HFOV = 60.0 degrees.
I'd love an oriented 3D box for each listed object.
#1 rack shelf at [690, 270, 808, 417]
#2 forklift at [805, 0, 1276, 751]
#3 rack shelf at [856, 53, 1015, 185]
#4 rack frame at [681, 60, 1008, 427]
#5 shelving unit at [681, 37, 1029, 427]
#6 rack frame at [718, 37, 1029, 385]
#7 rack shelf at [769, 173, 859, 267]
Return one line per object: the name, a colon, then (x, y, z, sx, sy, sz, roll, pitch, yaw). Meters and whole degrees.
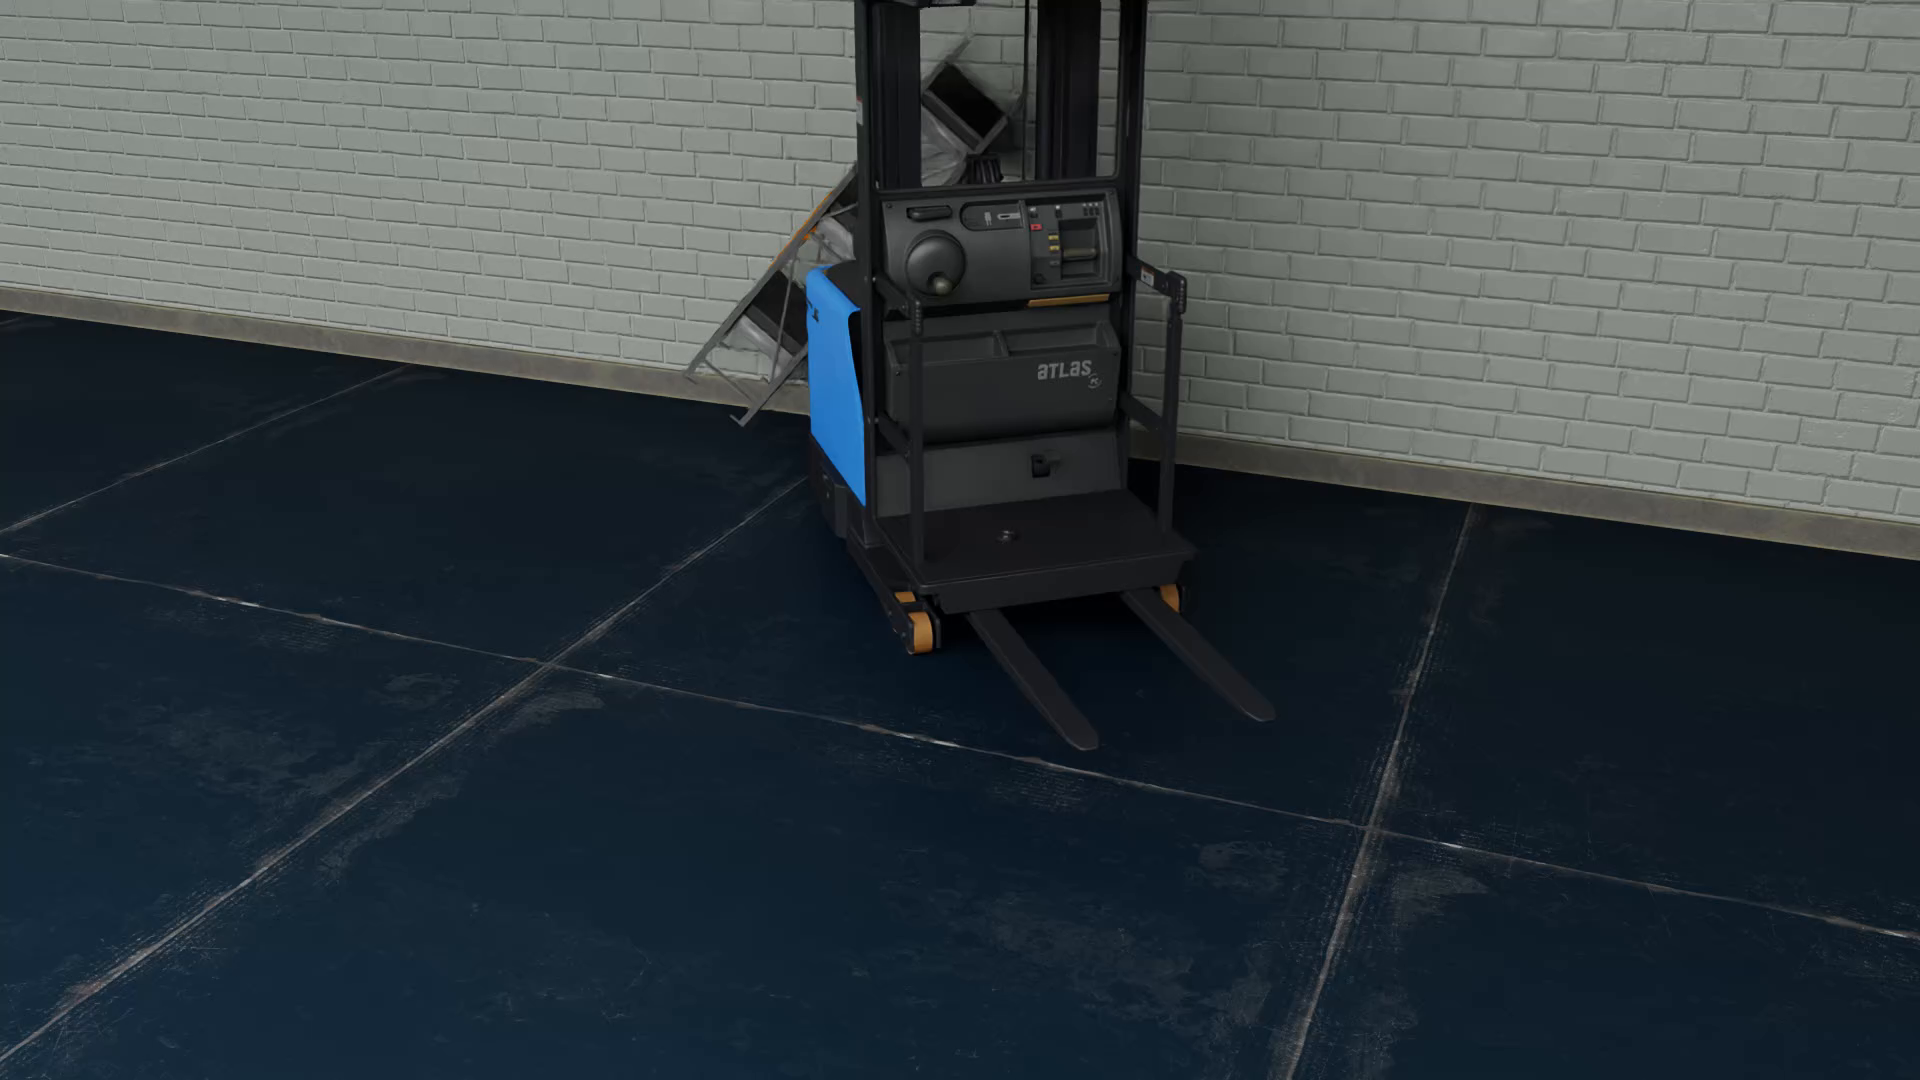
rack shelf: (-0.980, -1.018, 8.402, 0.431, 0.518, 0.480, 41, 30, -9)
forklift: (0.233, -1.094, 6.067, 1.130, 2.935, 3.031, -7, 24, -16)
rack shelf: (-0.109, -1.869, 7.711, 0.431, 0.518, 0.480, 41, 30, -9)
rack frame: (-0.590, -1.338, 7.841, 0.400, 2.100, 0.015, 41, 30, -9)
shelving unit: (-0.536, -1.452, 8.050, 0.431, 2.100, 0.503, 41, 30, -9)
rack frame: (-0.482, -1.566, 8.258, 0.400, 2.100, 0.015, 41, 30, -9)
rack shelf: (-0.544, -1.443, 8.056, 0.431, 0.518, 0.480, 41, 30, -9)
